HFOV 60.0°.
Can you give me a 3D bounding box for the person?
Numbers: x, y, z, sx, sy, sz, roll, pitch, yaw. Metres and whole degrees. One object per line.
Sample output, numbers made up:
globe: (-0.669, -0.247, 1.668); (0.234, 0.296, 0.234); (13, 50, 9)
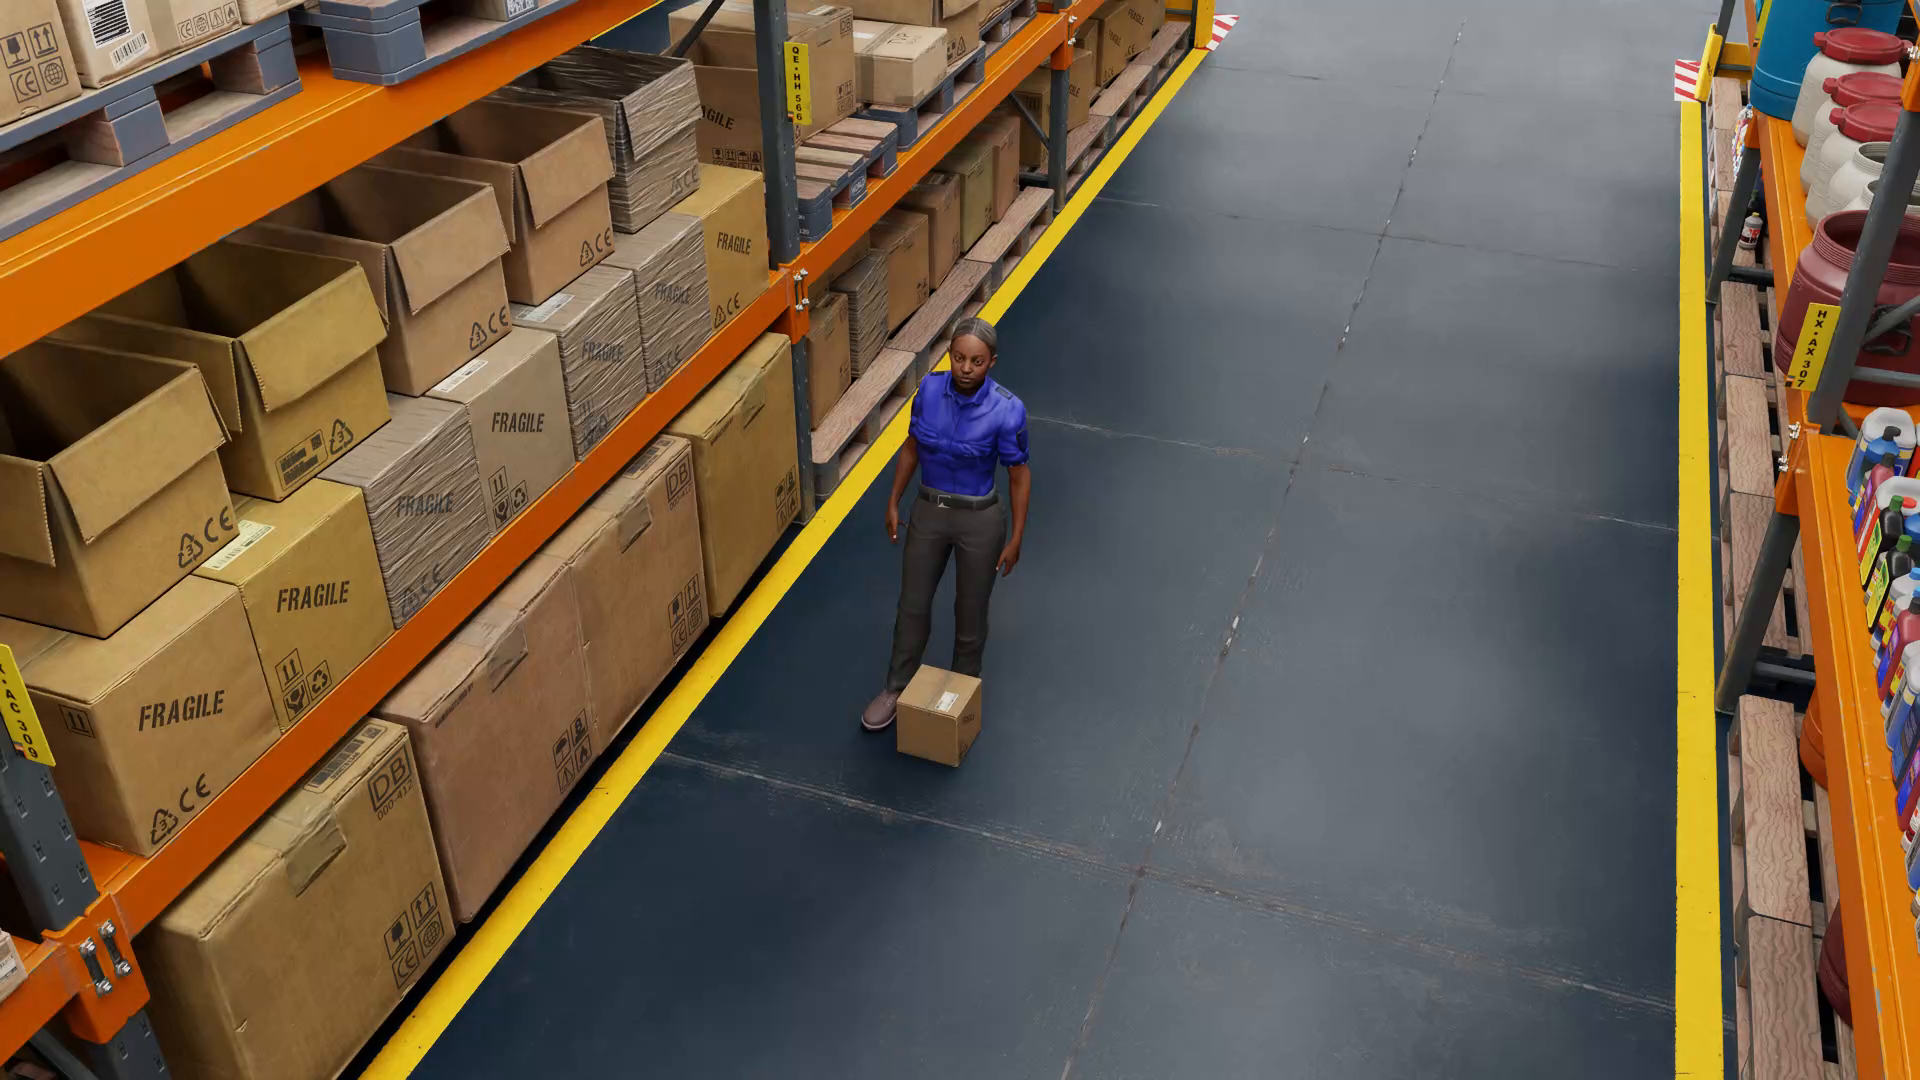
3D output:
person: (-0.051, -0.019, 6.158); (0.569, 1.656, 0.503); (13, 36, 19)
